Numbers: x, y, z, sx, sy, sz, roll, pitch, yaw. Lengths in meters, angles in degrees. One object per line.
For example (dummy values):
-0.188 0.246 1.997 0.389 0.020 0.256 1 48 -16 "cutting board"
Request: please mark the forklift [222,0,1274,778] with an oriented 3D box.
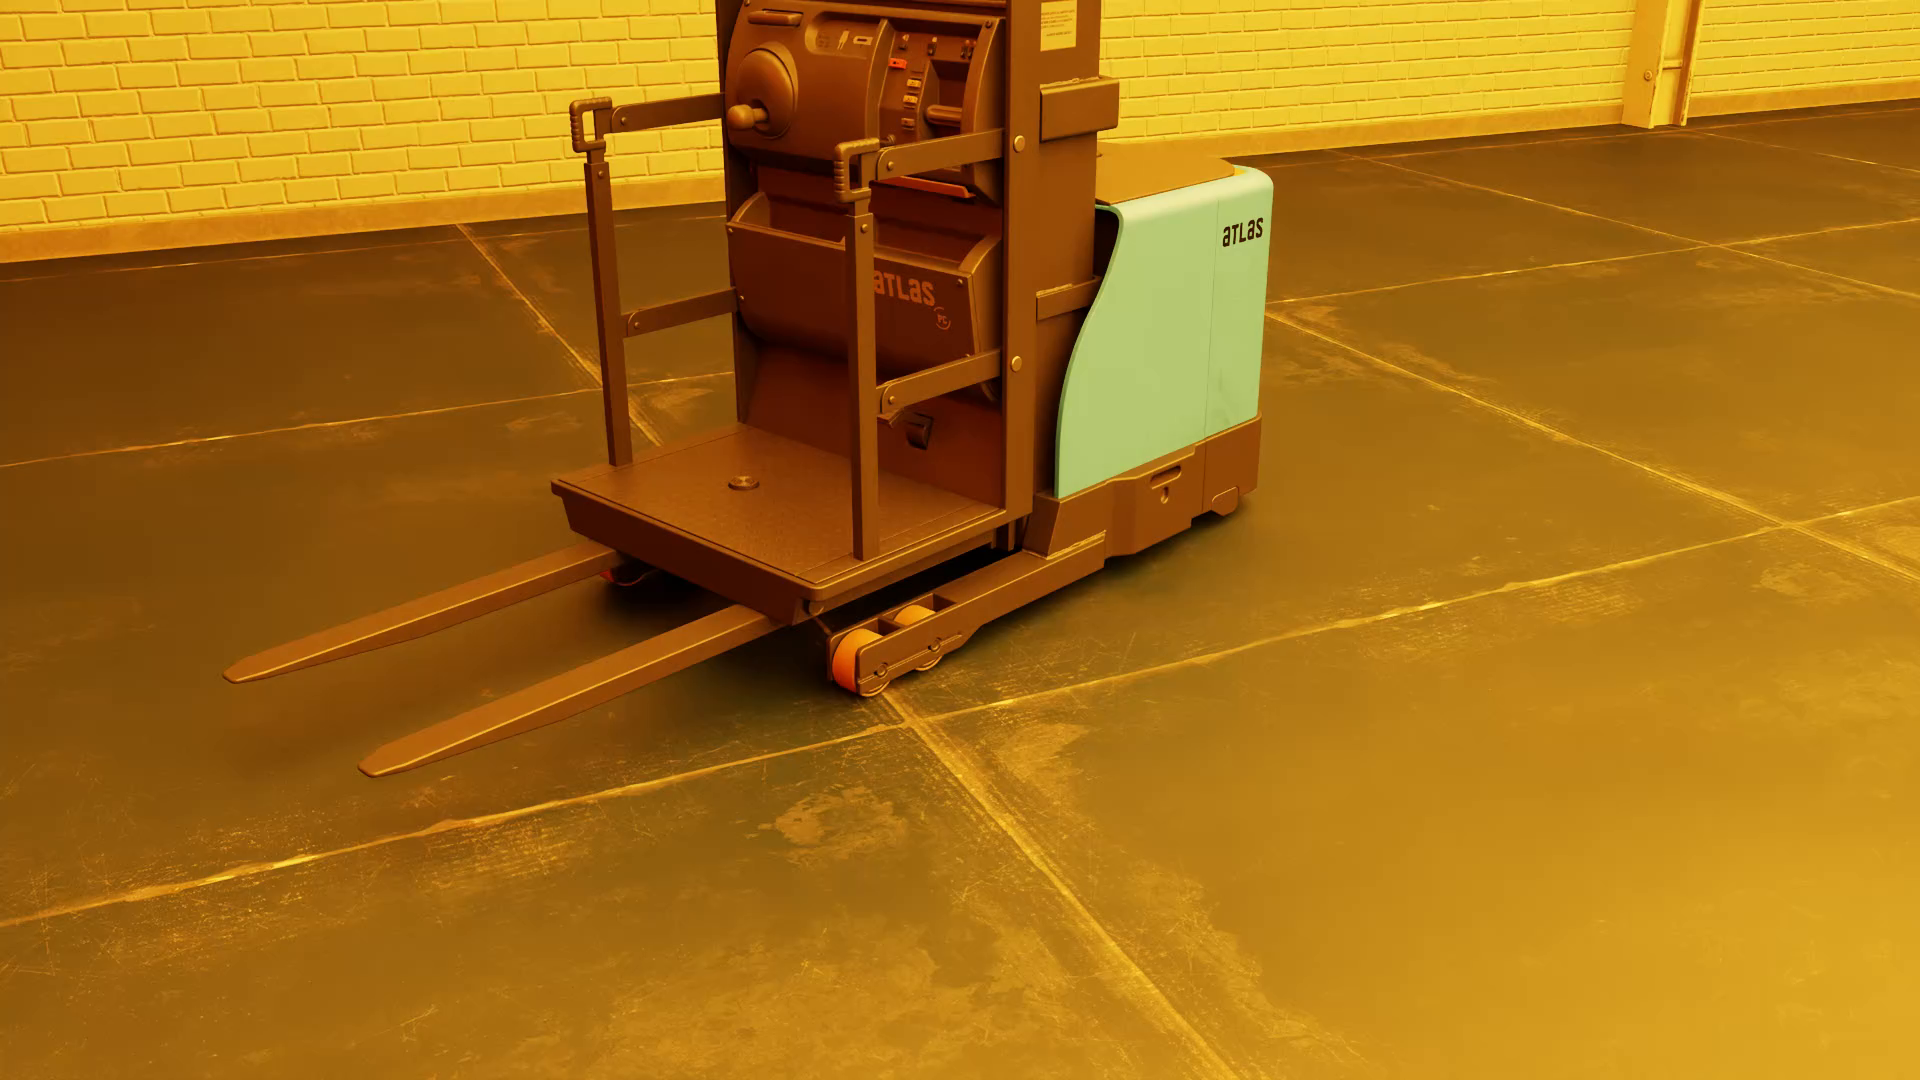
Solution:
-0.413 -1.182 4.131 1.130 2.935 3.031 19 29 39 "forklift"
